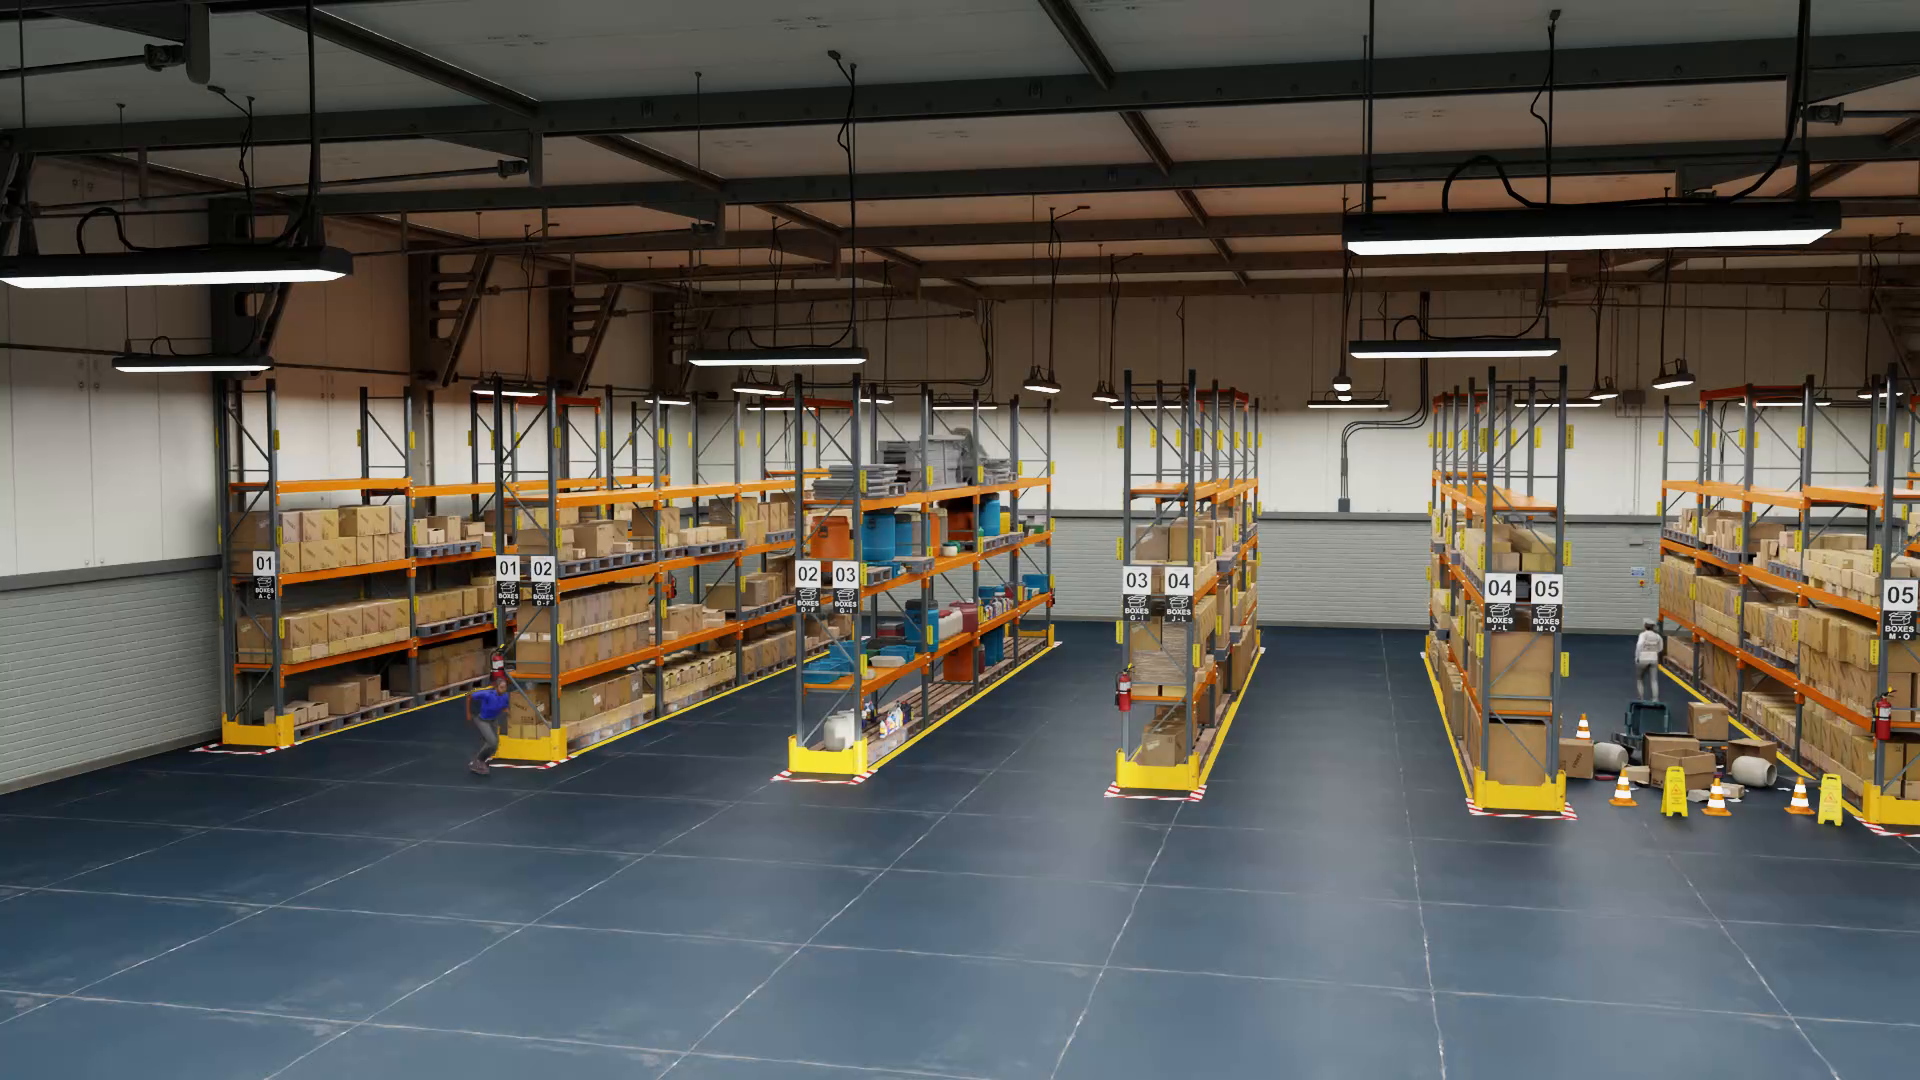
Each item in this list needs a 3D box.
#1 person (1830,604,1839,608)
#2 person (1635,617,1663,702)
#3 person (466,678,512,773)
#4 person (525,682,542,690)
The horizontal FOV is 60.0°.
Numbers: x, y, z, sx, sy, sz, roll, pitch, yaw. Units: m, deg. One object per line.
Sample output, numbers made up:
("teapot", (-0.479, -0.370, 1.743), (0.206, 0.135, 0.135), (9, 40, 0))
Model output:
("person", (17.996, 2.060, 34.224), (0.659, 1.750, 0.926), (0, 3, -7))
("person", (12.716, 2.301, 30.688), (0.572, 1.729, 0.834), (0, 3, 6))
("person", (-7.020, 2.772, 24.714), (0.872, 1.488, 0.610), (2, 4, 36))
("person", (-7.912, 2.309, 30.876), (0.566, 1.641, 0.859), (0, 3, 3))
